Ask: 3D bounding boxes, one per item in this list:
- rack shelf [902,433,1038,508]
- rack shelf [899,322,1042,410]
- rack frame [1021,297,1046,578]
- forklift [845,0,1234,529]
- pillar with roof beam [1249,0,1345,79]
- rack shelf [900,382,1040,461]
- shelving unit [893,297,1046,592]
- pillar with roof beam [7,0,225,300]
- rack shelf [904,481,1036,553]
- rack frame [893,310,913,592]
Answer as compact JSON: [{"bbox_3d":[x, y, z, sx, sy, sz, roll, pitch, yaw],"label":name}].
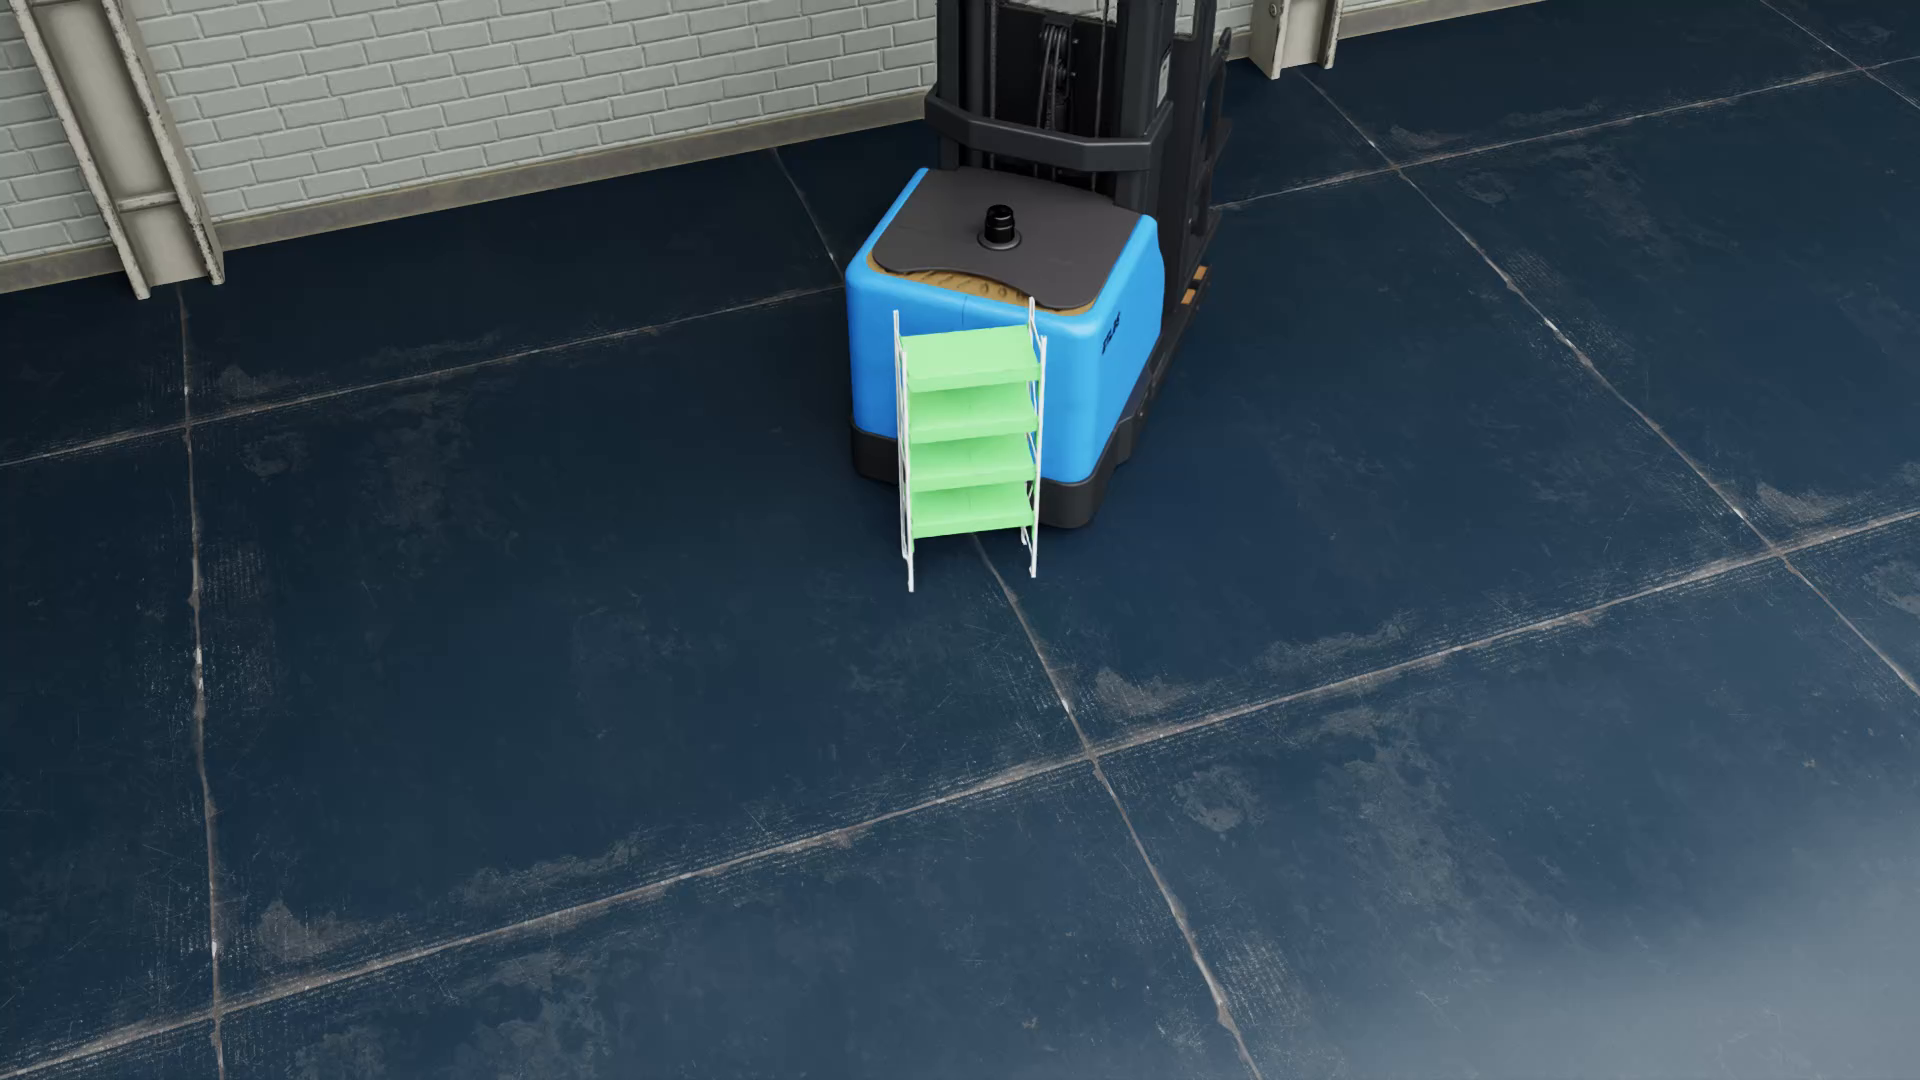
[{"bbox_3d":[0.032,-0.284,6.276,0.480,0.148,0.258,-6,45,-6],"label":"rack shelf"},{"bbox_3d":[0.032,-0.623,5.936,0.480,0.148,0.258,-6,45,-6],"label":"rack shelf"},{"bbox_3d":[0.273,-0.356,6.258,0.015,1.200,0.240,-6,45,-6],"label":"rack frame"},{"bbox_3d":[0.552,-2.140,6.814,1.130,2.935,3.031,15,47,15],"label":"forklift"},{"bbox_3d":[3.338,-3.040,3.427,0.400,9.000,9.100,-14,47,-14],"label":"pillar with roof beam"},{"bbox_3d":[0.032,-0.454,6.106,0.480,0.148,0.258,-6,45,-6],"label":"rack shelf"},{"bbox_3d":[0.032,-0.329,6.231,0.503,1.200,0.258,-6,45,-6],"label":"shelving unit"},{"bbox_3d":[-2.305,-1.597,1.989,0.400,9.000,9.100,-14,47,-14],"label":"pillar with roof beam"},{"bbox_3d":[0.032,-0.115,6.446,0.480,0.148,0.258,-6,45,-6],"label":"rack shelf"},{"bbox_3d":[-0.209,-0.302,6.204,0.015,1.200,0.240,-6,45,-6],"label":"rack frame"}]
